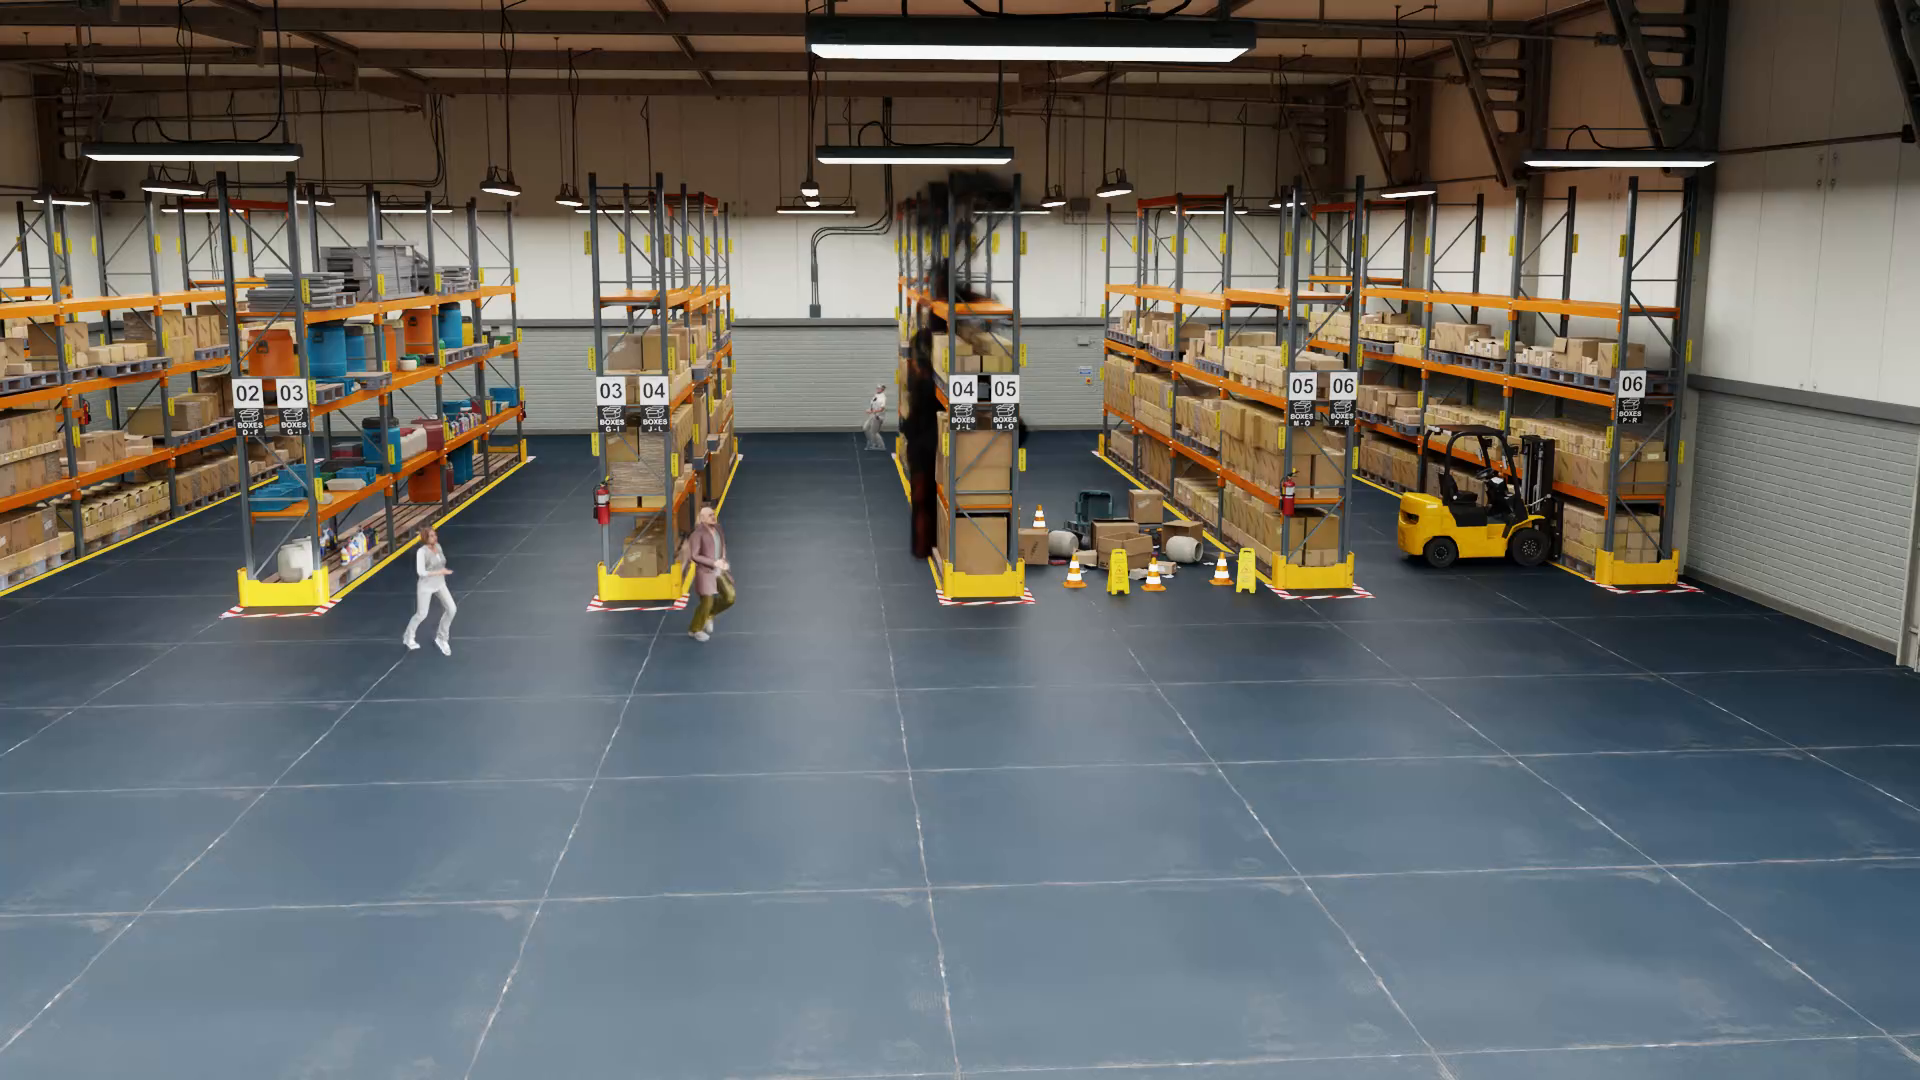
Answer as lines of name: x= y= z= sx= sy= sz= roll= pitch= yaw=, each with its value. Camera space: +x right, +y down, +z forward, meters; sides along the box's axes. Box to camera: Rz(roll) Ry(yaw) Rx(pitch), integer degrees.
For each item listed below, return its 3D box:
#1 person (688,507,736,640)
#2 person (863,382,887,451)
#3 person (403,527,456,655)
person: x=-3.163 y=0.431 z=21.261 sx=0.779 sy=1.737 sz=0.737 roll=8 pitch=13 yaw=37
person: x=-2.085 y=-3.013 z=40.923 sx=0.576 sy=1.756 sz=0.796 roll=-1 pitch=10 yaw=-8
person: x=-6.537 y=0.626 z=20.567 sx=0.822 sy=1.613 sz=0.547 roll=6 pitch=12 yaw=29
